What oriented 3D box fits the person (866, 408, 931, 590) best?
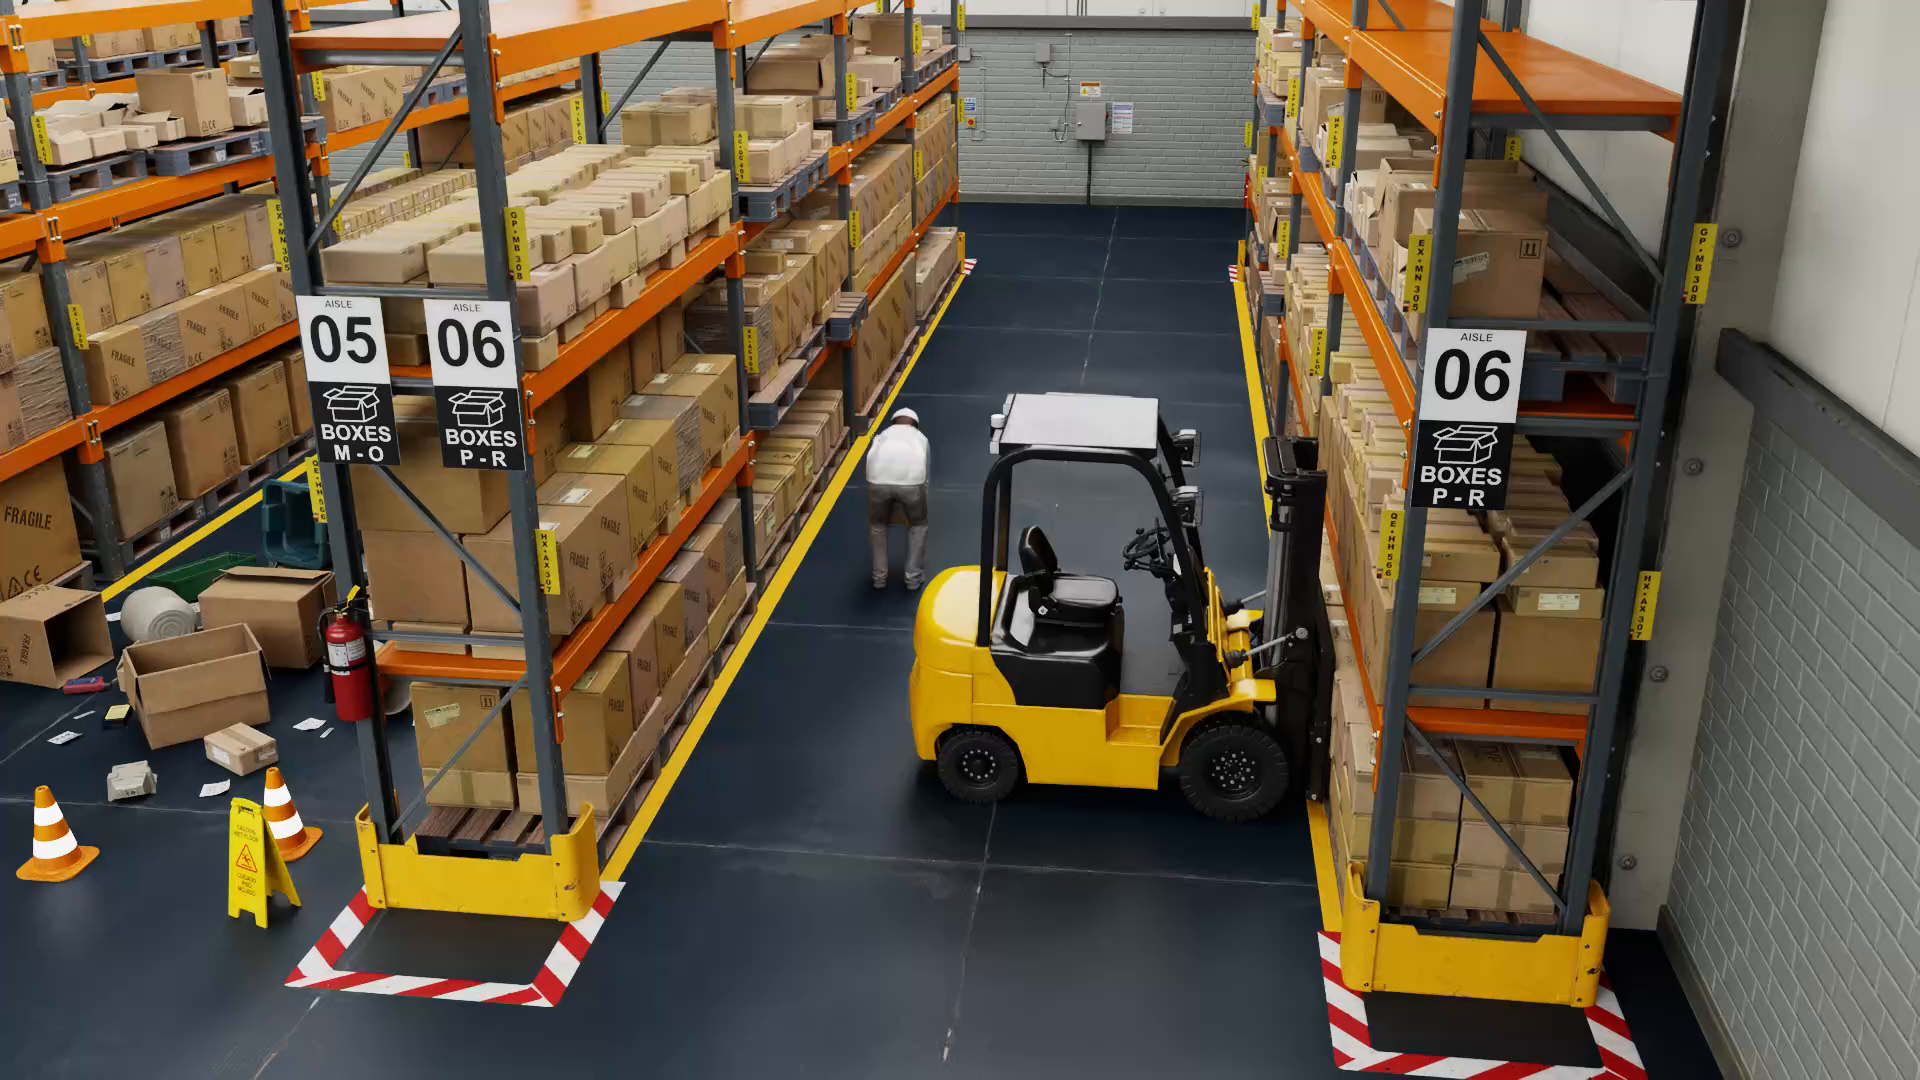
[{"bbox_3d":[-0.455,-0.316,12.667,0.459,1.202,0.995,2,21,4],"label":"person"}]
